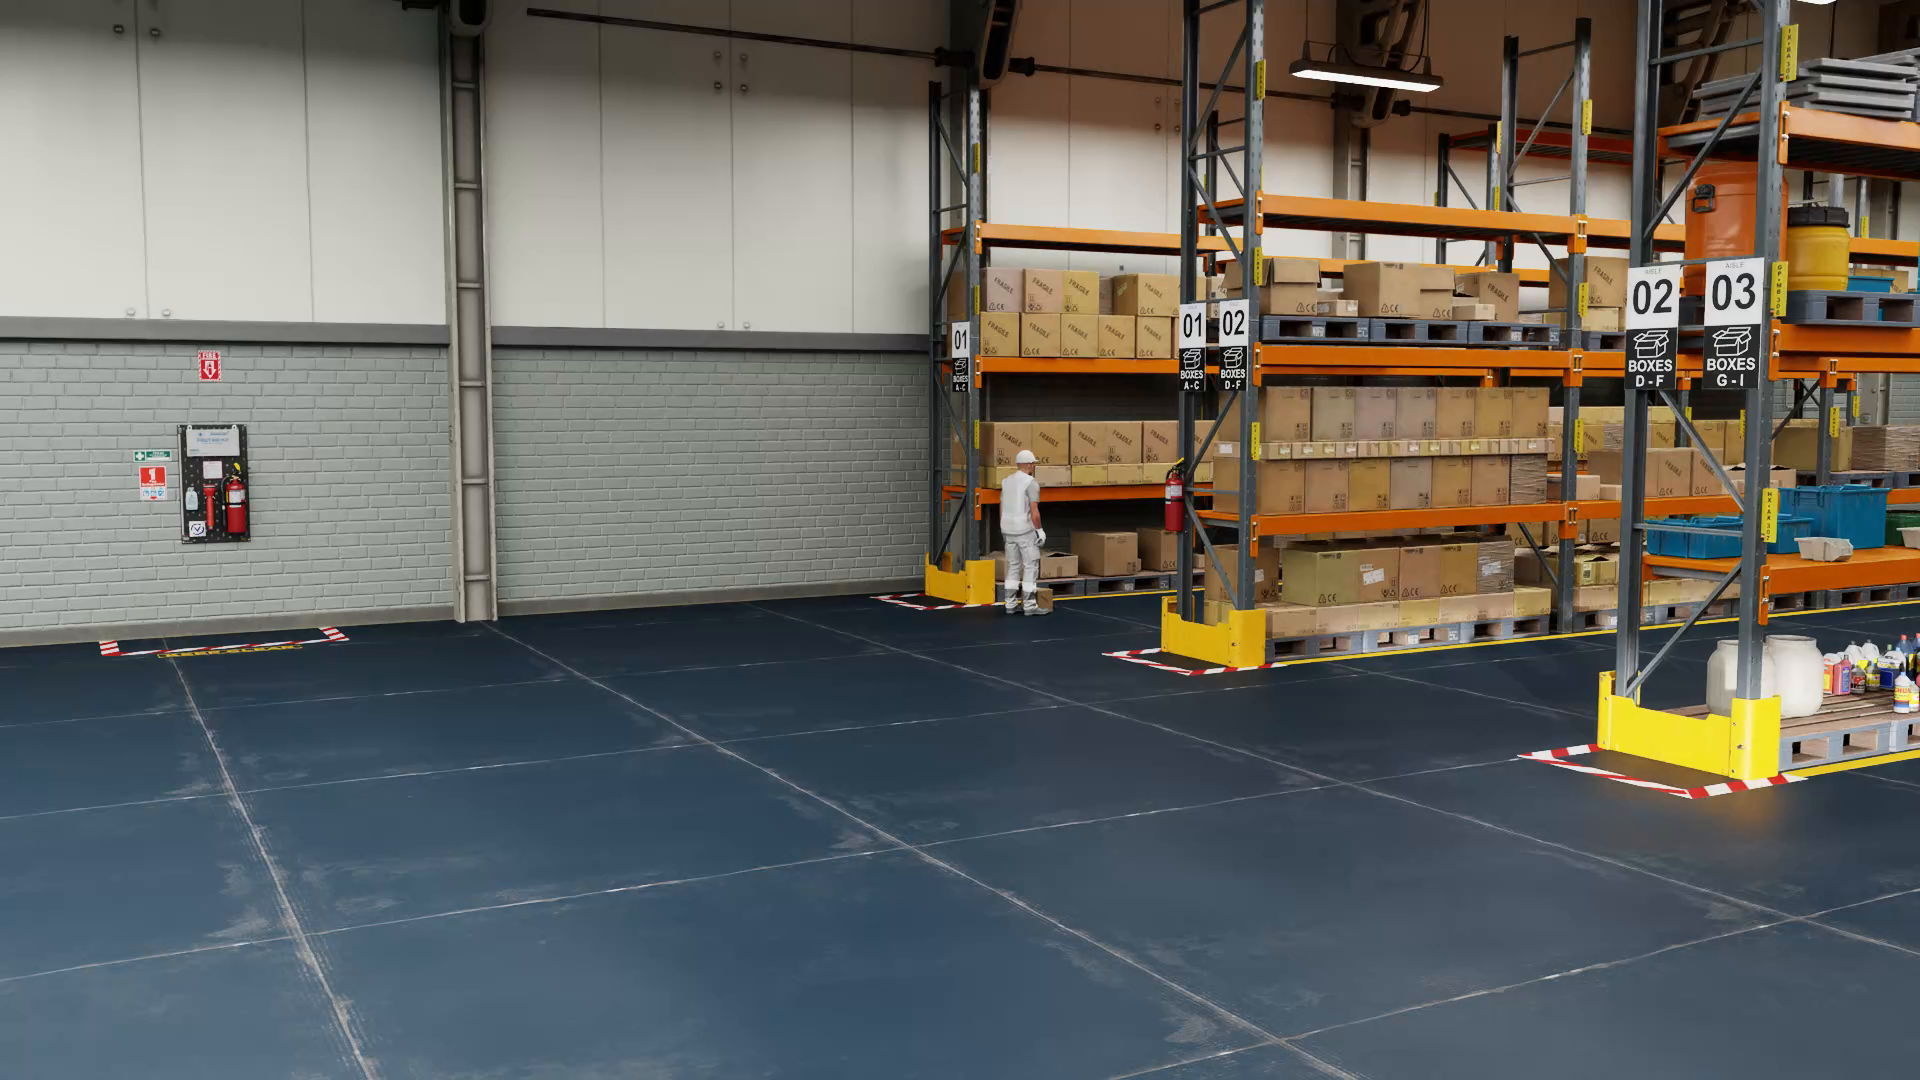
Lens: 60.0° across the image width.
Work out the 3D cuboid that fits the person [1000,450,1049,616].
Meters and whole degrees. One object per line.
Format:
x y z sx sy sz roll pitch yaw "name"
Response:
0.682 -0.083 18.053 0.448 1.779 0.609 -4 7 -41 "person"
